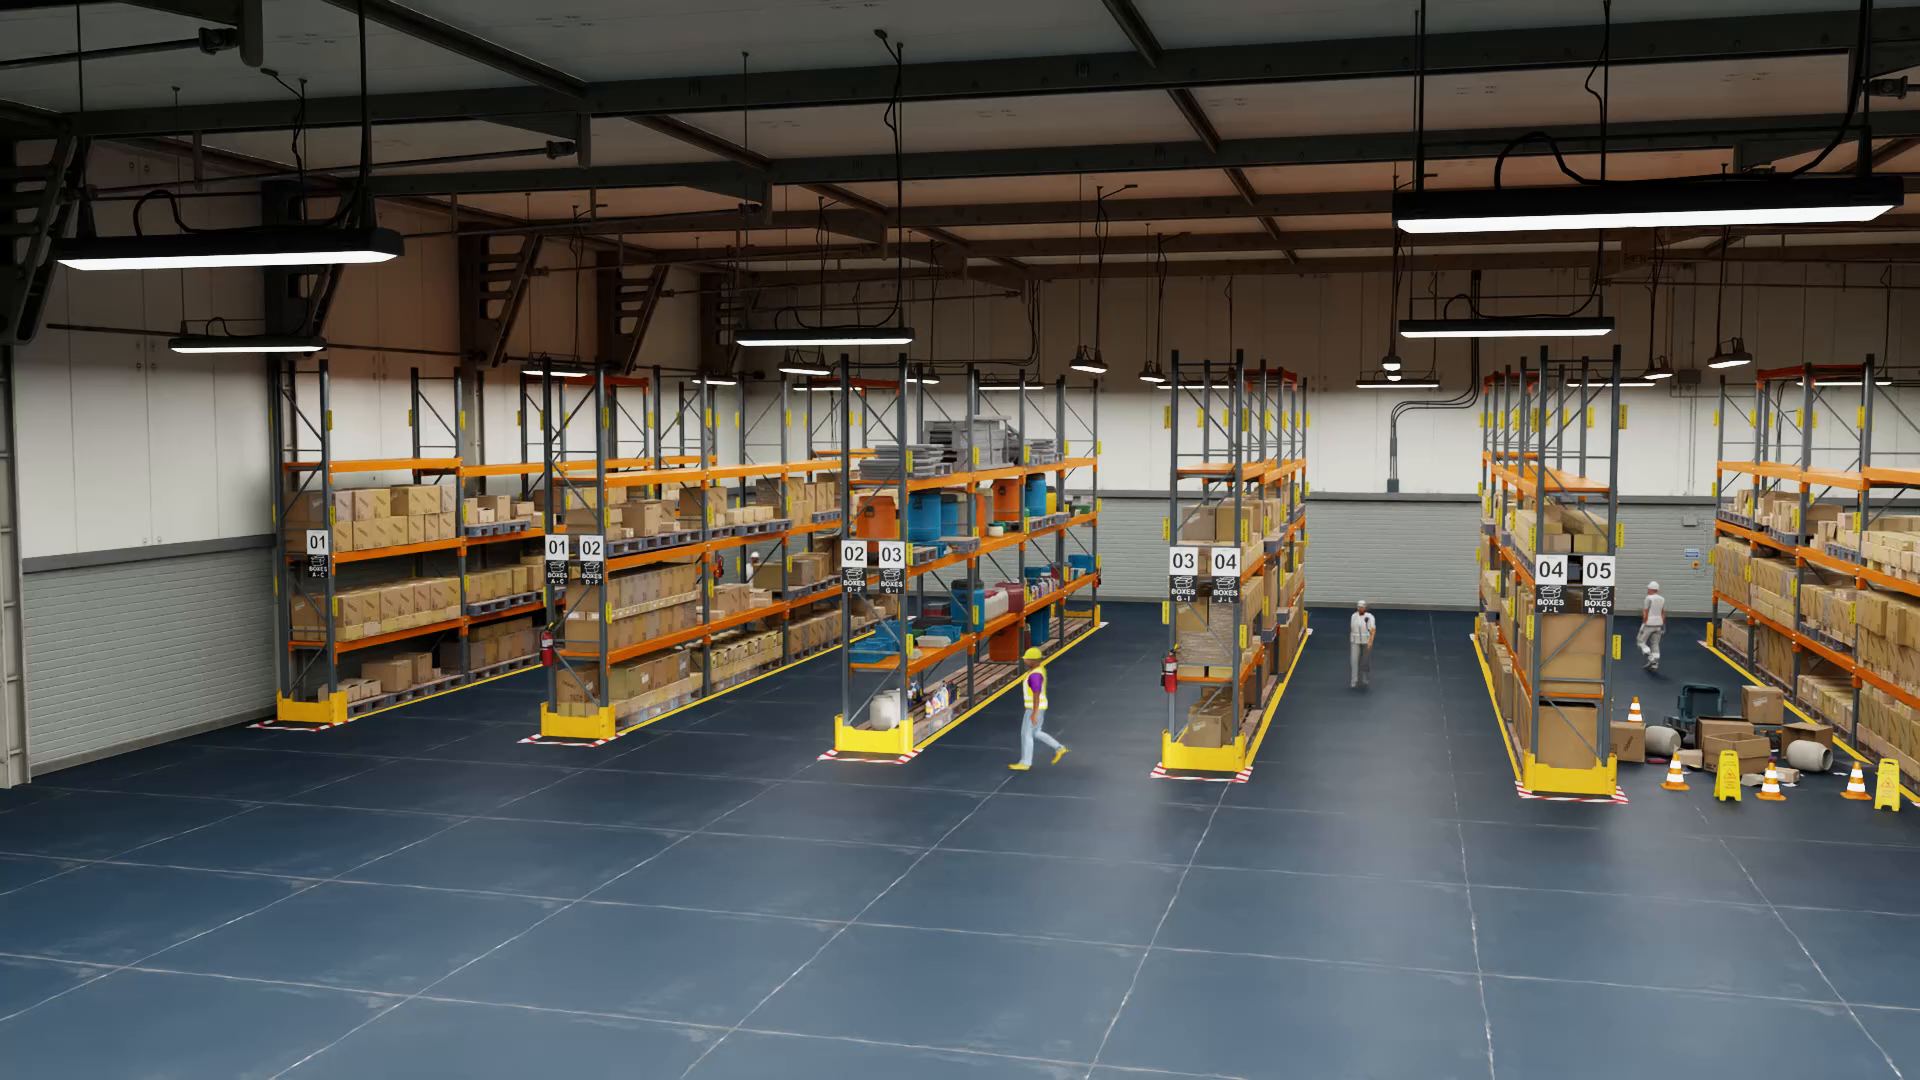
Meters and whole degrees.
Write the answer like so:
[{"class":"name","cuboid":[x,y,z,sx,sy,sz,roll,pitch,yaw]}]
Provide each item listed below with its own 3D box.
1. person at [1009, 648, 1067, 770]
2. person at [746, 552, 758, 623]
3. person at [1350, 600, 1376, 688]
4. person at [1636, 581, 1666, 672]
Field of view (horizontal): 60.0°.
[{"class":"person","cuboid":[1.122,2.417,23.848,0.818,1.757,0.618,1,4,10]},{"class":"person","cuboid":[-5.158,1.164,41.227,0.558,1.716,1.035,2,4,20]},{"class":"person","cuboid":[7.562,1.936,31.220,0.468,1.607,0.969,1,4,16]},{"class":"person","cuboid":[13.830,1.727,33.157,0.598,1.791,0.485,-1,4,-20]}]
